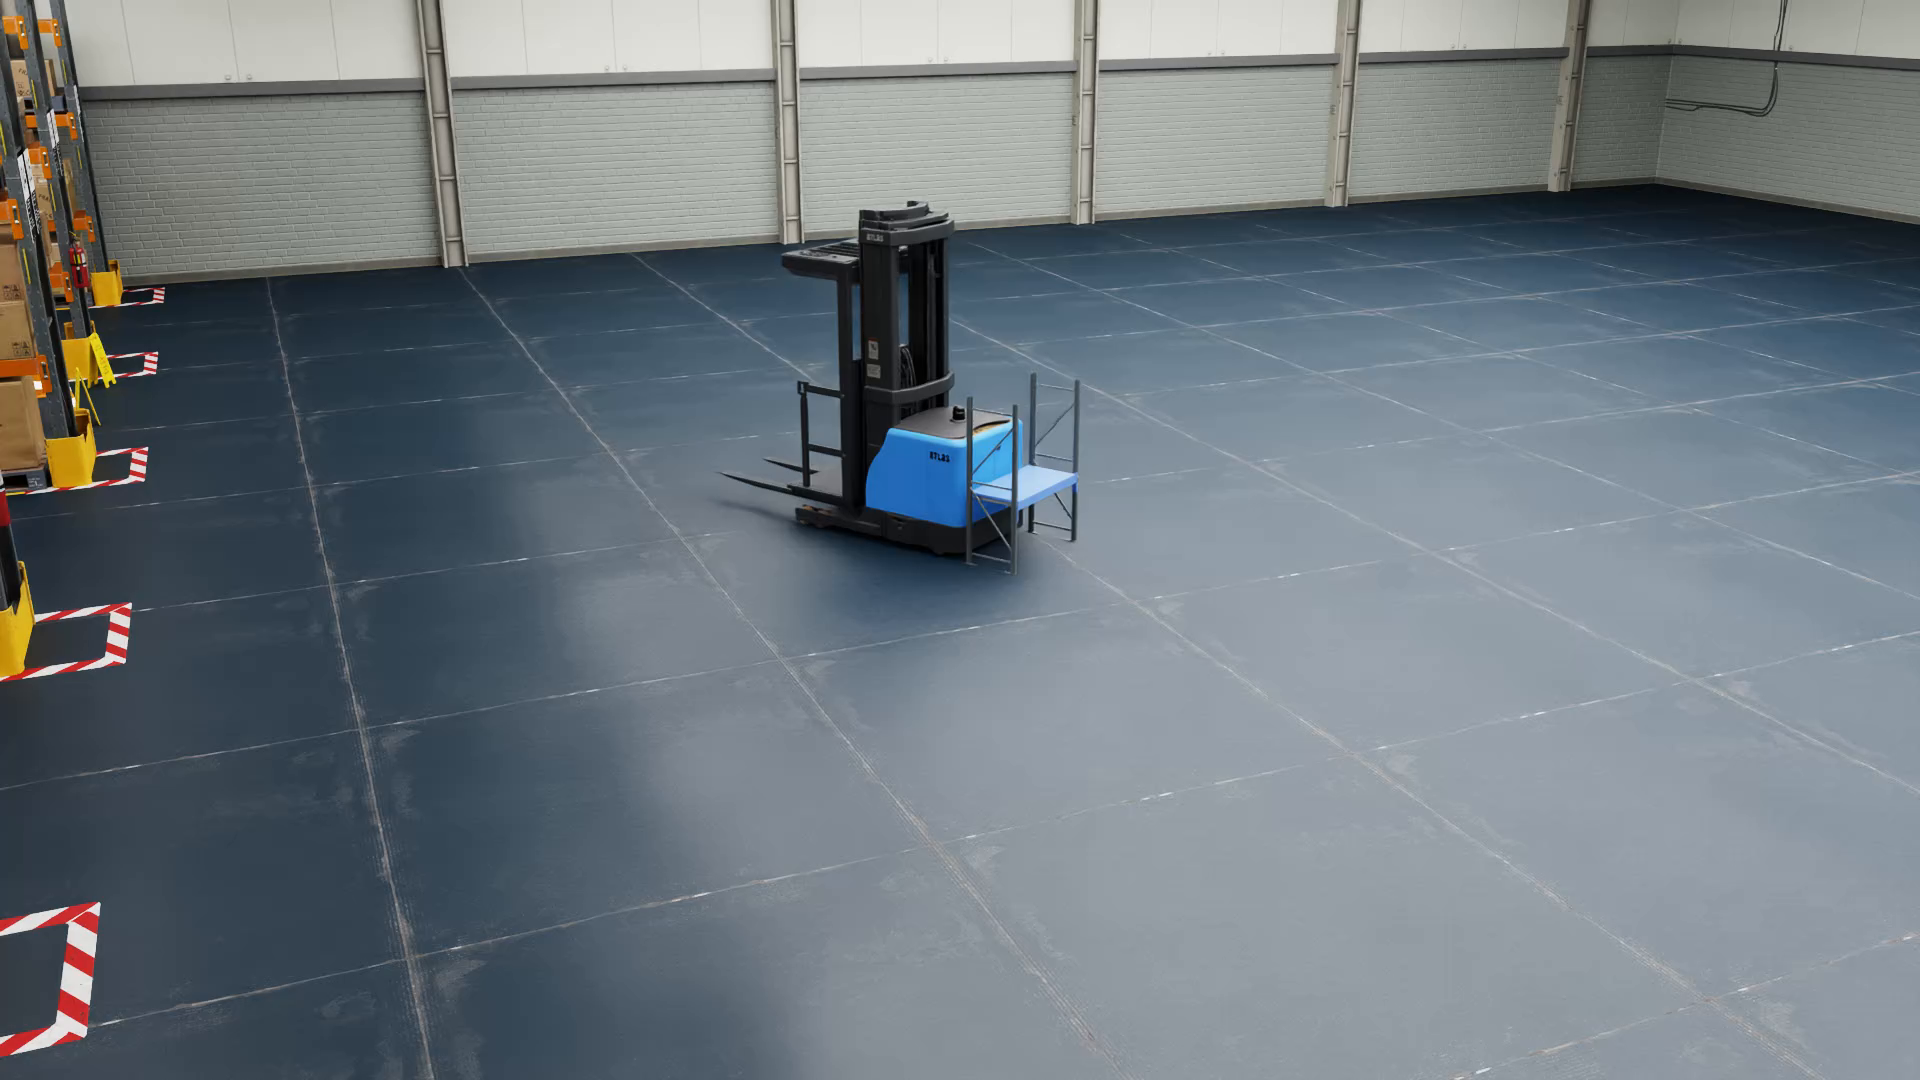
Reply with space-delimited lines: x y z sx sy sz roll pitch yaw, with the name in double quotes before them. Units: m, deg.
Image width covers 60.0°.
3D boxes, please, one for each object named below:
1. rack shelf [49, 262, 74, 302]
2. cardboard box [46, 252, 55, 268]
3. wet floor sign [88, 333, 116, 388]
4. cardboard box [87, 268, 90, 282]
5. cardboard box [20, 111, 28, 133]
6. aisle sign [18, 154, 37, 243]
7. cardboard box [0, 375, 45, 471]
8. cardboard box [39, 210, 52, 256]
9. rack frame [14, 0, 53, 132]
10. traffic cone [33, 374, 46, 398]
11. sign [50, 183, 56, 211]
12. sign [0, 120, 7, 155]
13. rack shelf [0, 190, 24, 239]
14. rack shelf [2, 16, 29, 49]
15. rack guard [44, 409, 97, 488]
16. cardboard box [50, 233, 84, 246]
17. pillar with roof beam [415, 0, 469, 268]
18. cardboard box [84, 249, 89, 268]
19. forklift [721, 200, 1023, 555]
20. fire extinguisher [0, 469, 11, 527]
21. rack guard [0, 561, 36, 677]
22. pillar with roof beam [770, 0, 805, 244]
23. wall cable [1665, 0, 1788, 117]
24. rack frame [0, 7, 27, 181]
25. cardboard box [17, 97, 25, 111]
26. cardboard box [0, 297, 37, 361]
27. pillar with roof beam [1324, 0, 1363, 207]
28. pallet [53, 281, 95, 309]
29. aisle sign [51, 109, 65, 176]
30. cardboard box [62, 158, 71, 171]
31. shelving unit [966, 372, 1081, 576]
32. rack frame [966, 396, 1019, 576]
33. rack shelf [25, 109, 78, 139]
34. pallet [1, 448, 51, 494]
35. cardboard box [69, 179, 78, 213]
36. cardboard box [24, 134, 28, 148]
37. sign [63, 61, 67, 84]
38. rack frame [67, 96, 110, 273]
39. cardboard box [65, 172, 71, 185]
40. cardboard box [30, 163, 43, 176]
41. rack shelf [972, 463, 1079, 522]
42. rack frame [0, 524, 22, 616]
"rack shelf" -12.985 -3.012 20.176 4.000 0.370 1.077 -8 21 -22
"cardboard box" -11.543 -3.514 20.897 0.250 0.149 0.380 -8 21 -22
"wet floor sign" -10.550 -2.202 20.339 0.232 0.644 0.267 -1 19 -3
"cardboard box" -13.647 -4.024 25.474 0.500 0.250 0.500 -8 21 -22
"cardboard box" -11.716 -5.114 20.324 0.500 0.250 0.500 -9 21 -23
"aisle sign" -8.911 -3.262 15.889 0.004 0.787 0.394 -8 21 -22
"cardboard box" -9.692 -1.205 16.527 0.875 0.875 0.875 -8 21 -22
"cardboard box" -11.693 -3.824 20.801 0.500 0.500 0.500 -8 21 -23
"rack frame" -11.149 -6.444 19.807 0.127 3.000 1.000 -8 21 -22
"traffic cone" -11.032 -1.968 19.947 0.334 0.463 0.336 -8 21 -22
"sign" -10.947 -4.138 20.070 0.005 0.325 0.100 -8 21 -22
"sign" -8.893 -3.746 15.447 0.005 0.325 0.100 -8 21 -22
"rack shelf" -10.932 -2.930 15.428 4.000 0.370 1.077 -8 21 -22
"rack shelf" -12.985 -5.840 19.180 4.000 0.370 1.077 -8 21 -22
"rack guard" -9.073 -0.942 16.978 0.348 0.500 1.175 -8 21 -22
"cardboard box" -13.634 -4.495 25.306 0.500 0.250 0.500 -8 21 -23
"pillar with roof beam" -6.900 -7.617 23.138 0.400 9.000 9.100 -8 21 -22
"cardboard box" -13.632 -4.266 25.409 0.500 0.250 0.500 -8 21 -21
"forklift" -0.913 -1.618 15.237 3.031 2.935 1.130 14 24 34
"fire extinguisher" -6.936 -0.430 11.877 0.183 0.674 0.296 -8 21 -22
"rack guard" -7.293 0.597 12.607 0.348 0.500 1.175 -8 21 -22
"pillar with roof beam" -1.391 -8.406 25.380 0.400 9.000 9.100 -8 21 -22
"wall cable" 16.661 -10.607 36.305 0.112 2.526 3.097 -8 21 -22
"rack frame" -9.095 -4.948 15.558 0.127 3.000 1.000 -8 21 -22
"cardboard box" -11.556 -5.302 20.258 0.250 0.149 0.380 -8 21 -22
"cardboard box" -9.418 -2.126 16.351 0.550 0.550 0.875 -8 21 -22
"pillar with roof beam" 9.628 -9.985 29.863 0.400 9.000 9.100 -8 21 -22
"pallet" -13.804 -3.699 25.242 1.213 0.211 1.003 -8 21 -22
"aisle sign" -11.214 -4.943 20.663 0.004 0.787 0.394 -8 21 -22
"cardboard box" -13.511 -5.642 24.987 0.250 0.149 0.380 -9 21 -23
"shelving unit" 0.555 -0.593 14.481 0.538 1.500 1.048 13 23 32
"rack frame" 0.270 -0.453 14.084 0.500 1.500 0.032 13 23 32
"rack shelf" -14.955 -5.940 23.975 4.000 0.370 1.077 -8 21 -22
"pallet" -9.798 -0.674 16.651 1.213 0.211 1.003 -8 21 -22
"cardboard box" -13.683 -5.194 25.140 0.500 0.500 0.500 -7 21 -20
"cardboard box" -11.365 -4.778 19.971 0.250 0.149 0.380 -8 21 -22
"sign" -12.916 -6.755 23.994 0.005 0.325 0.100 -8 21 -22
"rack frame" -13.118 -5.127 25.101 0.127 3.000 1.000 -8 21 -22
"cardboard box" -13.325 -5.349 24.604 0.250 0.149 0.380 -8 21 -21
"cardboard box" -13.578 -5.468 24.492 0.250 0.149 0.380 -8 21 -22
"rack shelf" 0.555 -0.424 14.541 0.538 0.185 1.000 13 23 32
"rack frame" -7.223 -0.592 12.220 0.127 3.000 1.000 -8 21 -22
